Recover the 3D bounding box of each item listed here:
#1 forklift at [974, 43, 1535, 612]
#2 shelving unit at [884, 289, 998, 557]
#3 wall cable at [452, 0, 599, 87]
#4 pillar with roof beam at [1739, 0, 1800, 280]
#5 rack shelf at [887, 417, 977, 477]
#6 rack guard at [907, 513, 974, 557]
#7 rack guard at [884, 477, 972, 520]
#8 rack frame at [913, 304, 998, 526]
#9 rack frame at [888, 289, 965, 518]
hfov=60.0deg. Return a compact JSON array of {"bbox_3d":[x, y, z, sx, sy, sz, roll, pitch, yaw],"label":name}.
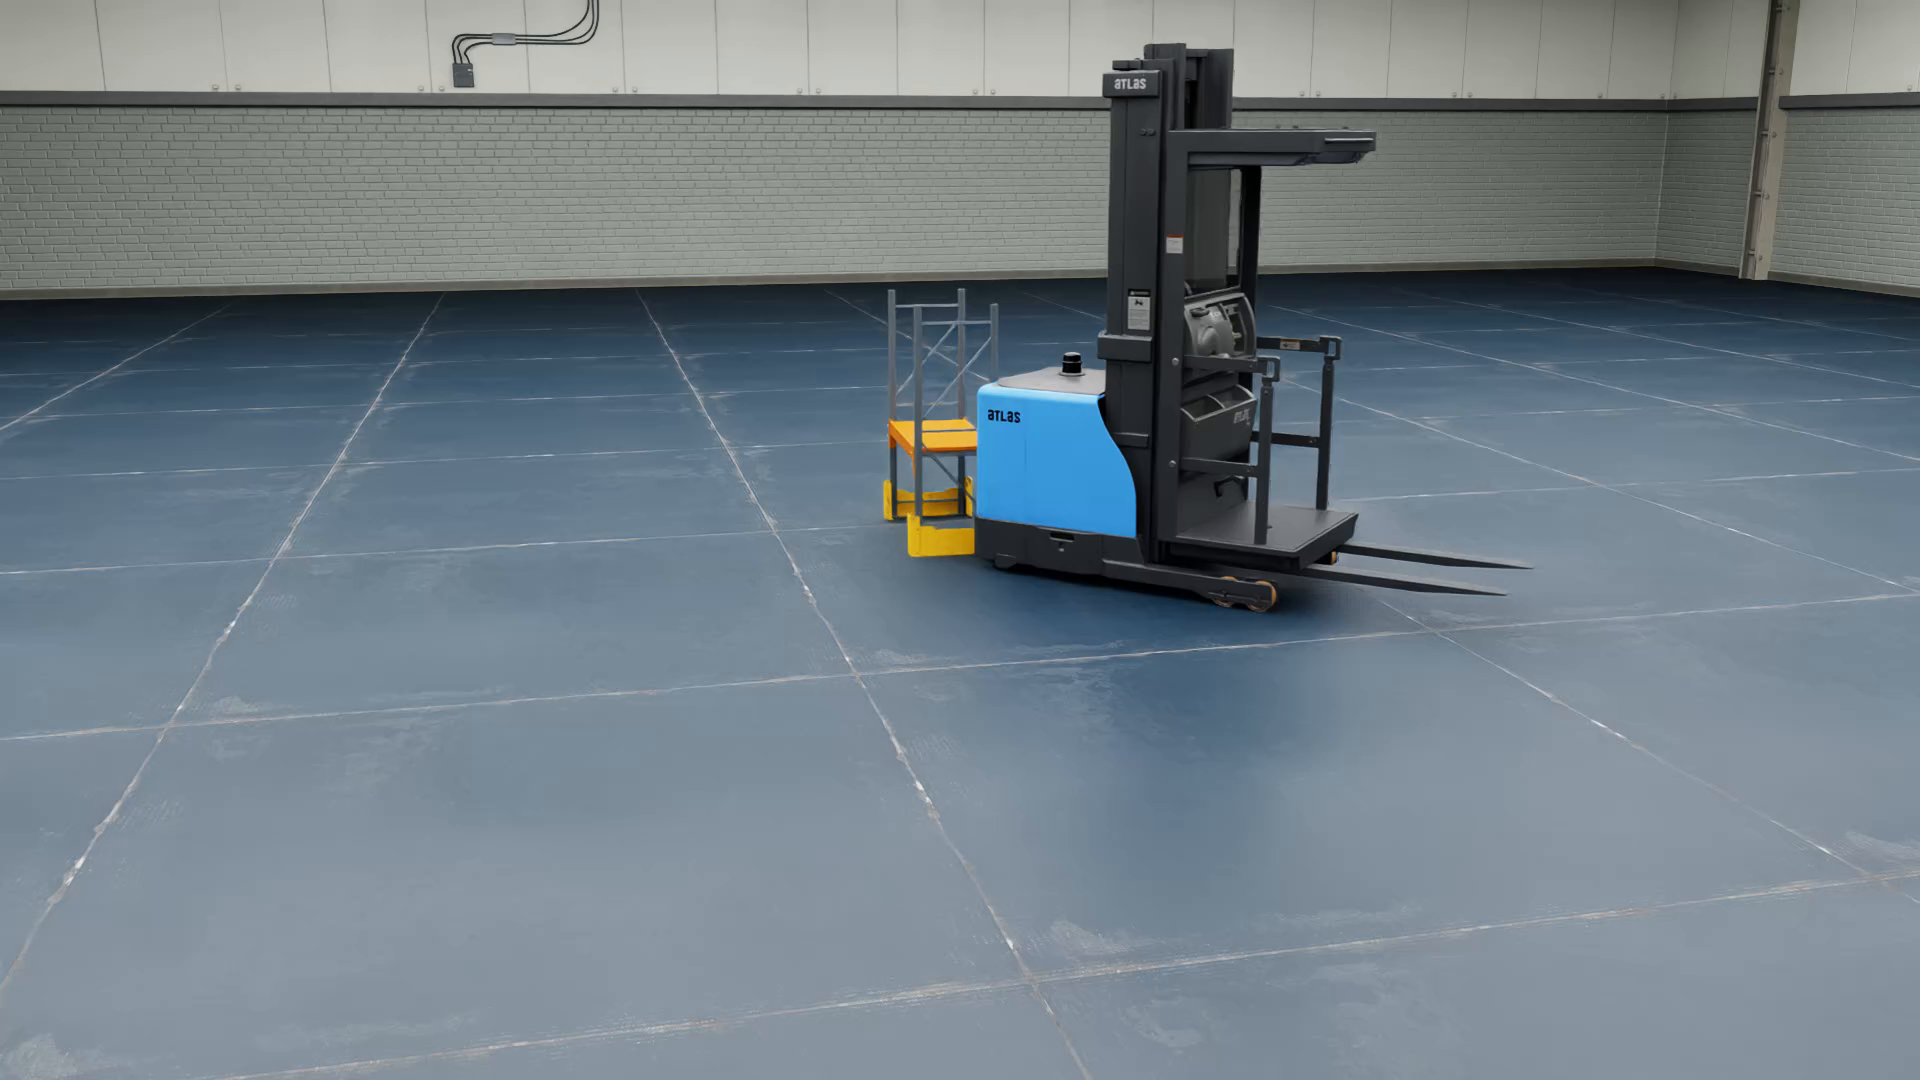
[{"bbox_3d":[1.615,-1.184,9.097,3.031,2.935,1.130,8,16,30],"label":"forklift"},{"bbox_3d":[-0.118,-0.767,10.405,0.587,1.500,1.083,-3,14,-11],"label":"shelving unit"},{"bbox_3d":[-6.860,-10.133,25.777,2.305,6.003,0.169,-3,14,-13],"label":"wall cable"},{"bbox_3d":[9.749,-8.718,27.150,9.100,9.000,0.400,-3,14,-13],"label":"pillar with roof beam"},{"bbox_3d":[-0.119,-0.594,10.456,0.538,0.185,1.000,-3,14,-11],"label":"rack shelf"},{"bbox_3d":[-0.024,-0.043,10.078,0.587,0.250,0.087,-3,14,-11],"label":"rack guard"},{"bbox_3d":[-0.211,-0.276,11.029,0.587,0.250,0.087,-3,14,-11],"label":"rack guard"},{"bbox_3d":[-0.024,-0.650,9.929,0.500,1.500,0.032,-3,14,-11],"label":"rack frame"},{"bbox_3d":[-0.215,-0.887,10.899,0.500,1.500,0.032,-3,14,-11],"label":"rack frame"}]
